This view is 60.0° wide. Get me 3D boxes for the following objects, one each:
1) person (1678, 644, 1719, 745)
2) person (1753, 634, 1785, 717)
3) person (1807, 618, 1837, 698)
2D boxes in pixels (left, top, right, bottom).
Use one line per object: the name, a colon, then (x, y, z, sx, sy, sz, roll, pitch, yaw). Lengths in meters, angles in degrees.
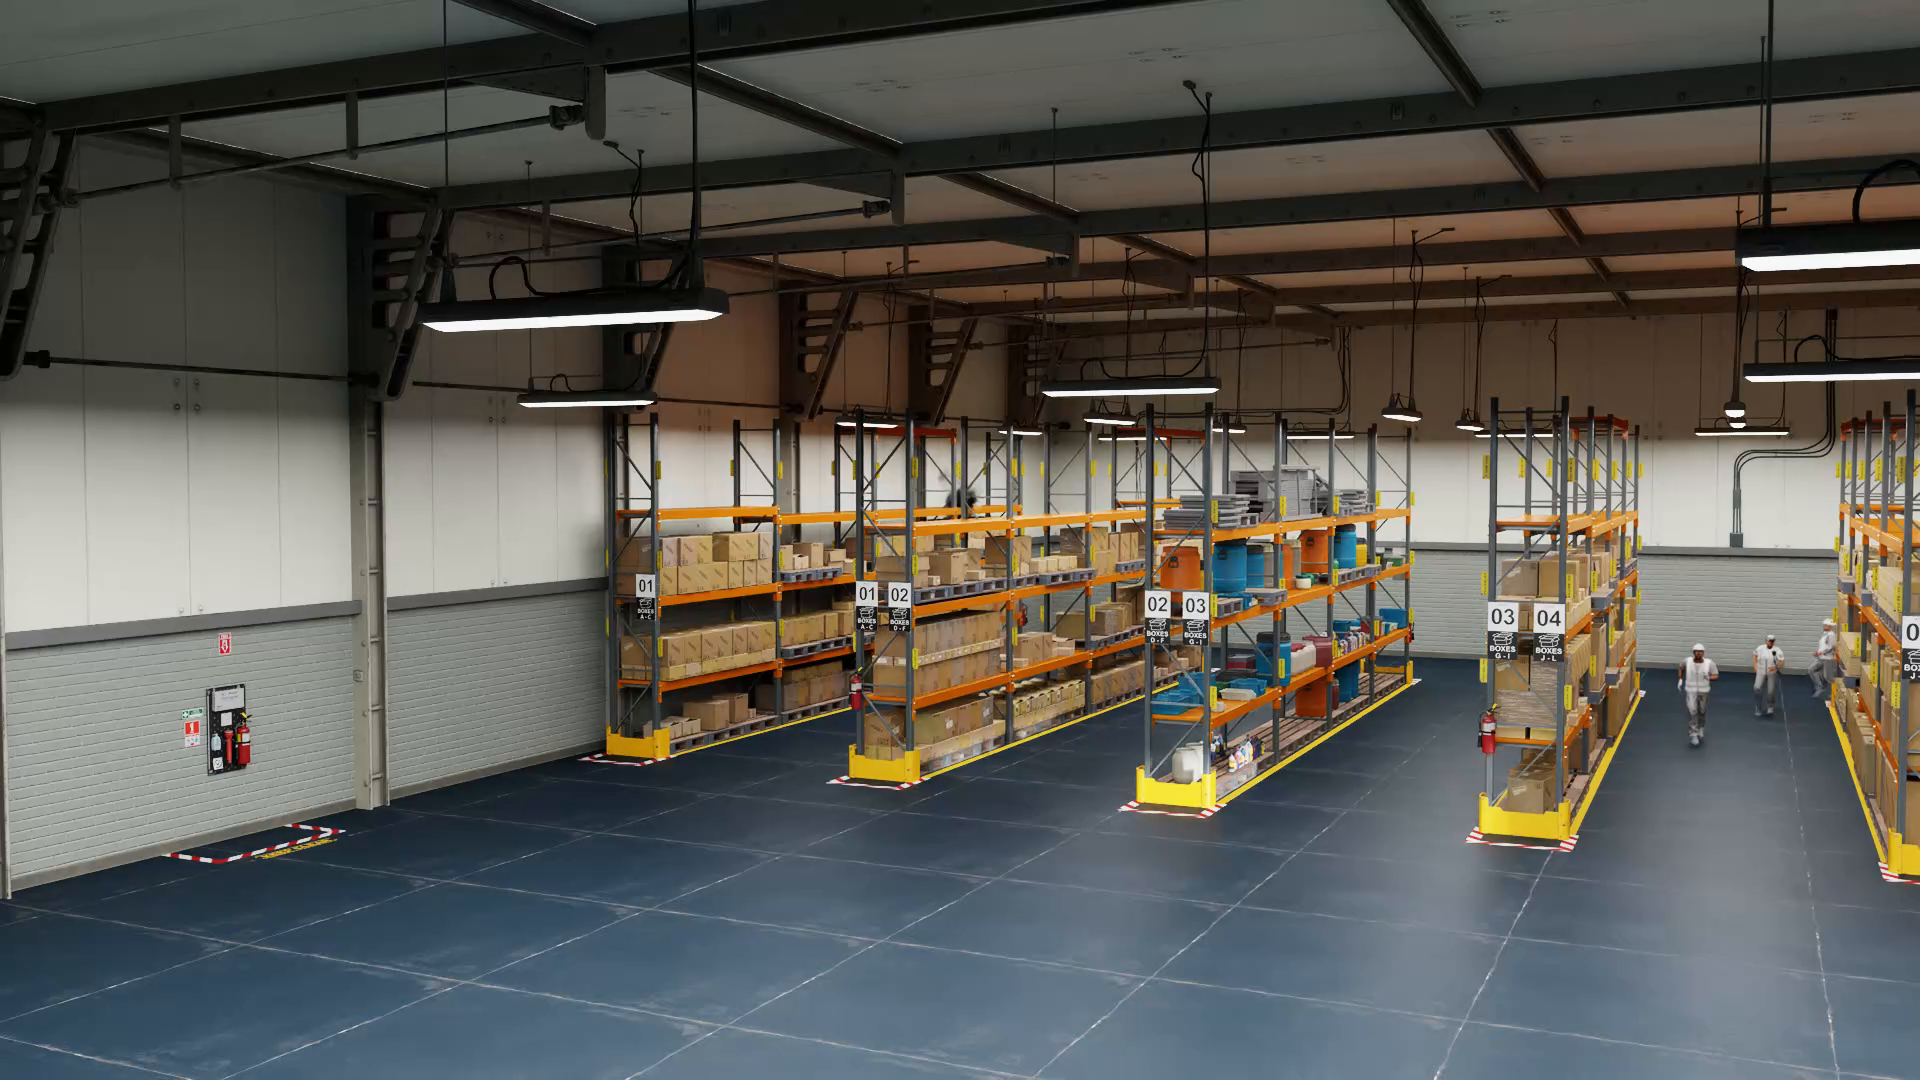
person: (13.544, 2.797, 30.516, 0.674, 1.803, 0.956, 1, 3, 21)
person: (16.462, 2.764, 33.890, 0.615, 1.690, 0.684, 2, 3, 32)
person: (18.968, 2.601, 36.399, 0.690, 1.787, 0.637, 1, 2, 13)
